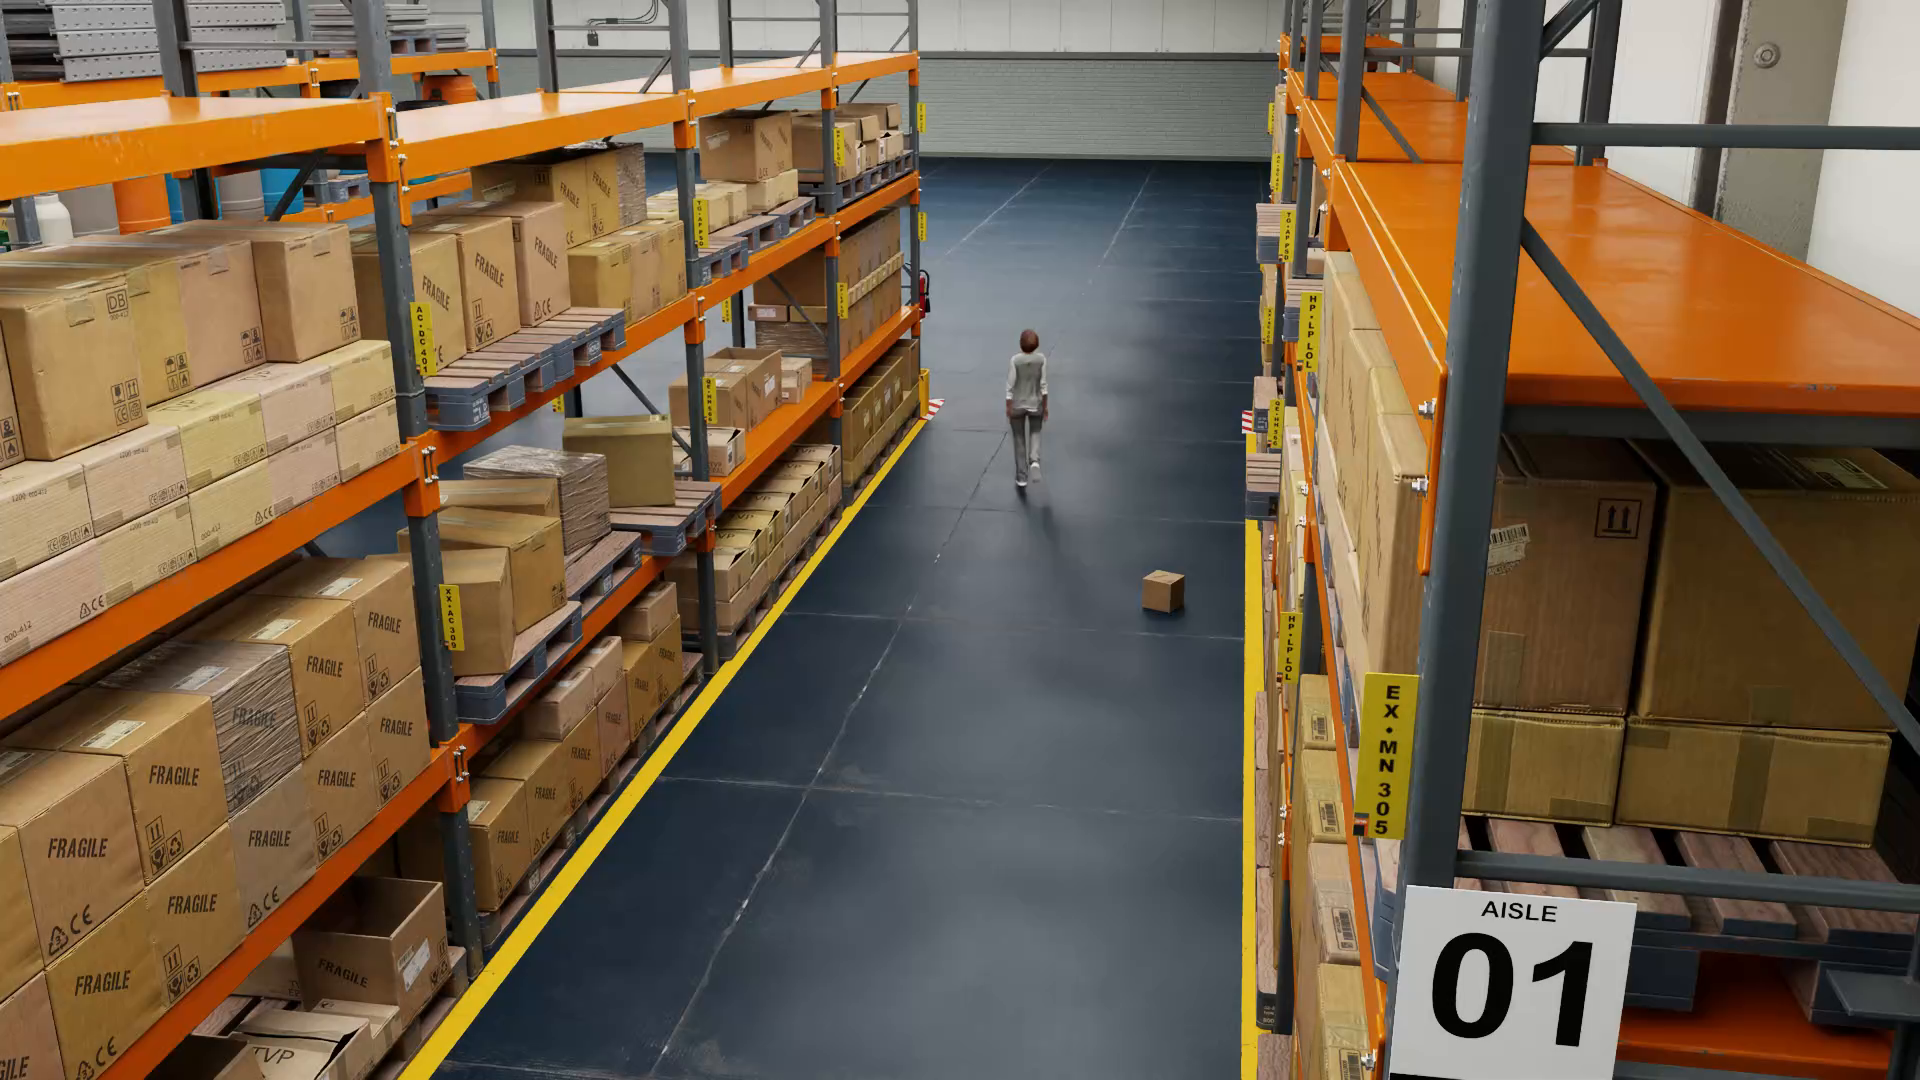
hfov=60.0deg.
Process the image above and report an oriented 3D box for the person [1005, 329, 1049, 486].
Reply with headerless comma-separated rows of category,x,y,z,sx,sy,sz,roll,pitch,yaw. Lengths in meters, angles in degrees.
person,0.659,-1.315,16.502,0.435,1.590,0.446,-2,18,-7
